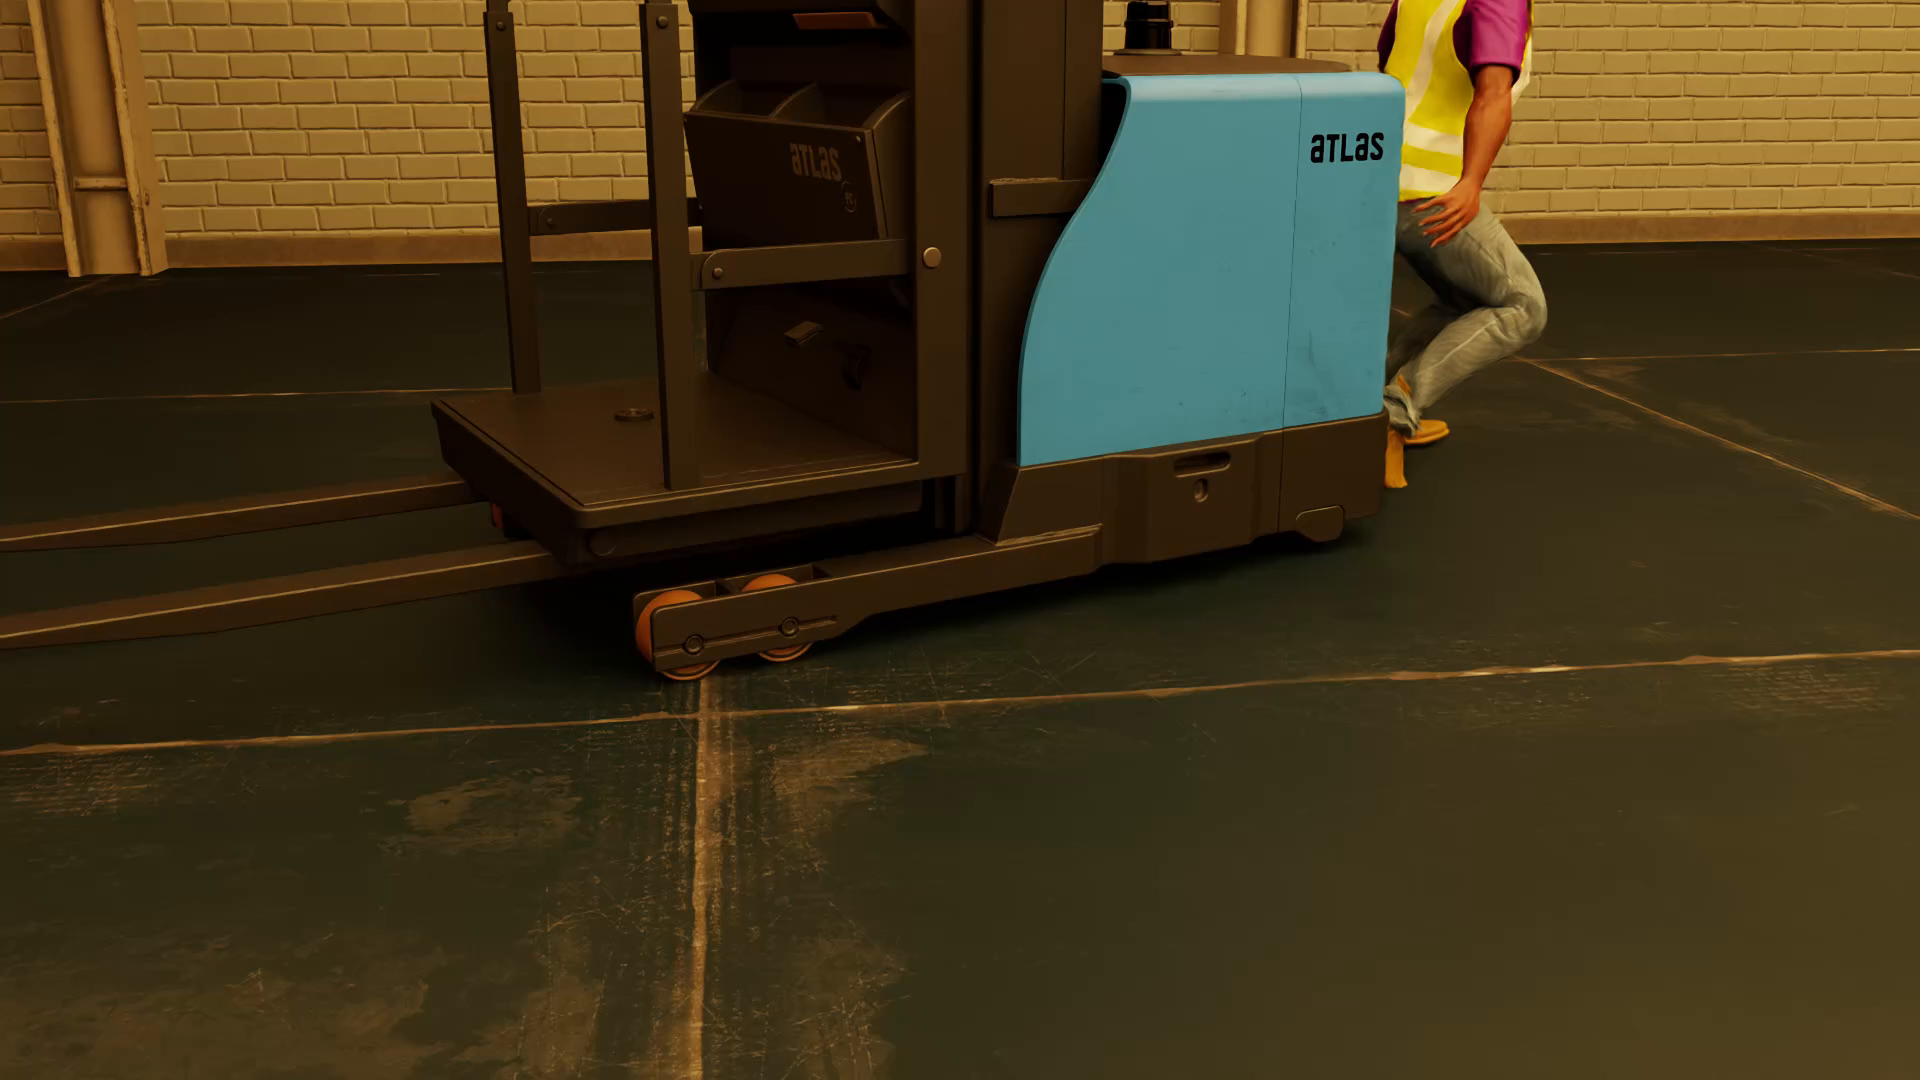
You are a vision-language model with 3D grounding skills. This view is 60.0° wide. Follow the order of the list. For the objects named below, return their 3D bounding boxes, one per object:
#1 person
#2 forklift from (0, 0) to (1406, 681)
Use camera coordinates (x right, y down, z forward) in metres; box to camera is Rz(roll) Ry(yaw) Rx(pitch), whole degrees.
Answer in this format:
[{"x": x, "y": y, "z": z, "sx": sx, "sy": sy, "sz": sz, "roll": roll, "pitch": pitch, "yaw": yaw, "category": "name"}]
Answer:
[{"x": 1.298, "y": -0.929, "z": 4.419, "sx": 0.507, "sy": 1.641, "sz": 1.042, "roll": 1, "pitch": 17, "yaw": 3, "category": "person"}, {"x": -0.526, "y": -1.315, "z": 3.251, "sx": 3.031, "sy": 2.935, "sz": 1.130, "roll": -10, "pitch": 19, "yaw": -29, "category": "forklift"}]
